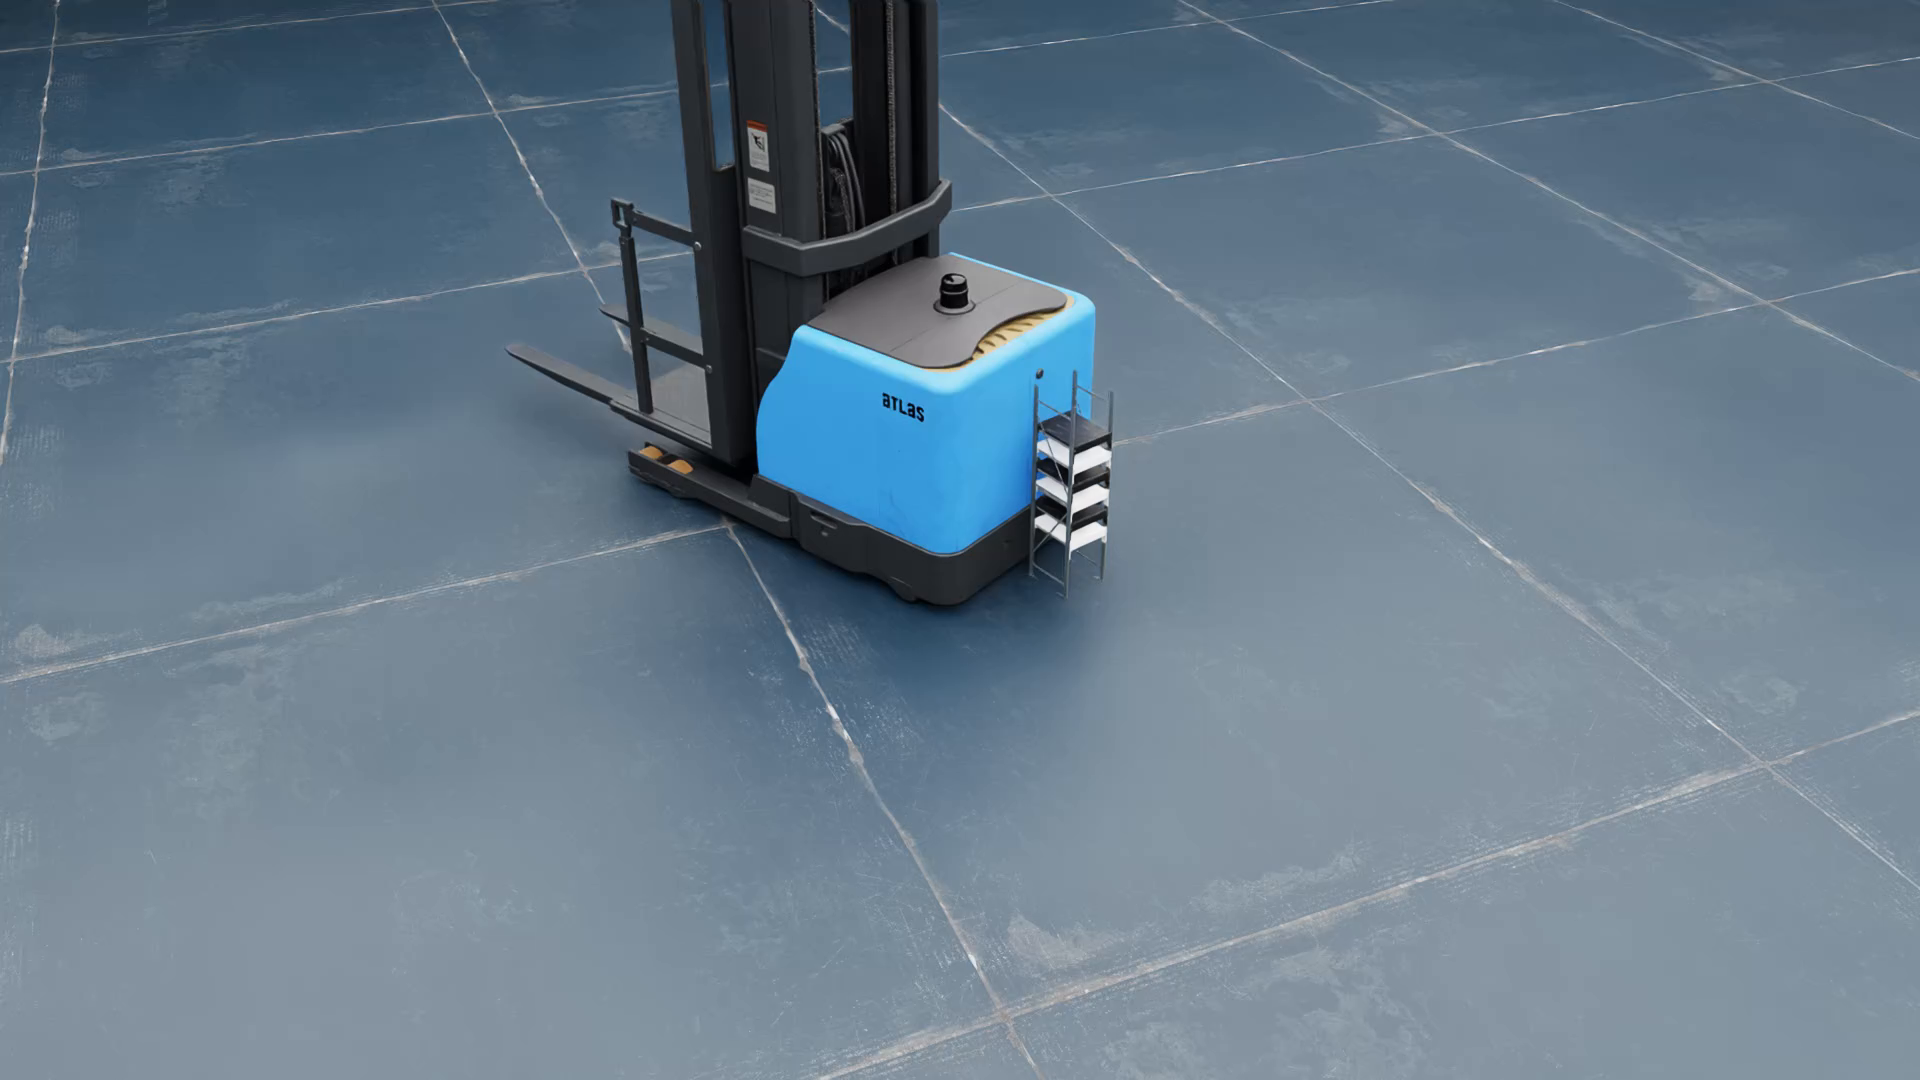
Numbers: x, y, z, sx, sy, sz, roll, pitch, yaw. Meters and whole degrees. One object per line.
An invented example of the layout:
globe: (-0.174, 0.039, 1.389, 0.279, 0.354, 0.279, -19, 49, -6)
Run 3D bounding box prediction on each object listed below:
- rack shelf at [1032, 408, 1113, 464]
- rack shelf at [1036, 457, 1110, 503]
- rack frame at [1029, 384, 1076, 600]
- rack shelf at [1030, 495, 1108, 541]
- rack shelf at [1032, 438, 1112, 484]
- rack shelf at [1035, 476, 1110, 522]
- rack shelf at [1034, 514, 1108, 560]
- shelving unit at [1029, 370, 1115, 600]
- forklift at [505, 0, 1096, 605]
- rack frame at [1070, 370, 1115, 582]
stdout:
rack shelf: (0.448, -0.415, 6.629, 0.200, 0.077, 0.258, -23, 40, -31)
rack shelf: (0.448, -0.265, 6.727, 0.200, 0.077, 0.258, -23, 40, -31)
rack frame: (0.368, -0.183, 6.706, 0.006, 0.900, 0.240, -23, 40, -31)
rack shelf: (0.448, -0.114, 6.826, 0.200, 0.077, 0.258, -23, 40, -31)
rack shelf: (0.448, -0.340, 6.678, 0.200, 0.077, 0.258, -23, 40, -31)
rack shelf: (0.448, -0.189, 6.777, 0.200, 0.077, 0.258, -23, 40, -31)
rack shelf: (0.448, -0.038, 6.875, 0.200, 0.077, 0.258, -23, 40, -31)
shelving unit: (0.448, -0.217, 6.758, 0.210, 0.900, 0.258, -23, 40, -31)
forklift: (-0.891, -1.622, 7.056, 3.031, 2.935, 1.130, 24, 40, 32)
rack frame: (0.528, -0.251, 6.811, 0.006, 0.900, 0.240, -23, 40, -31)
